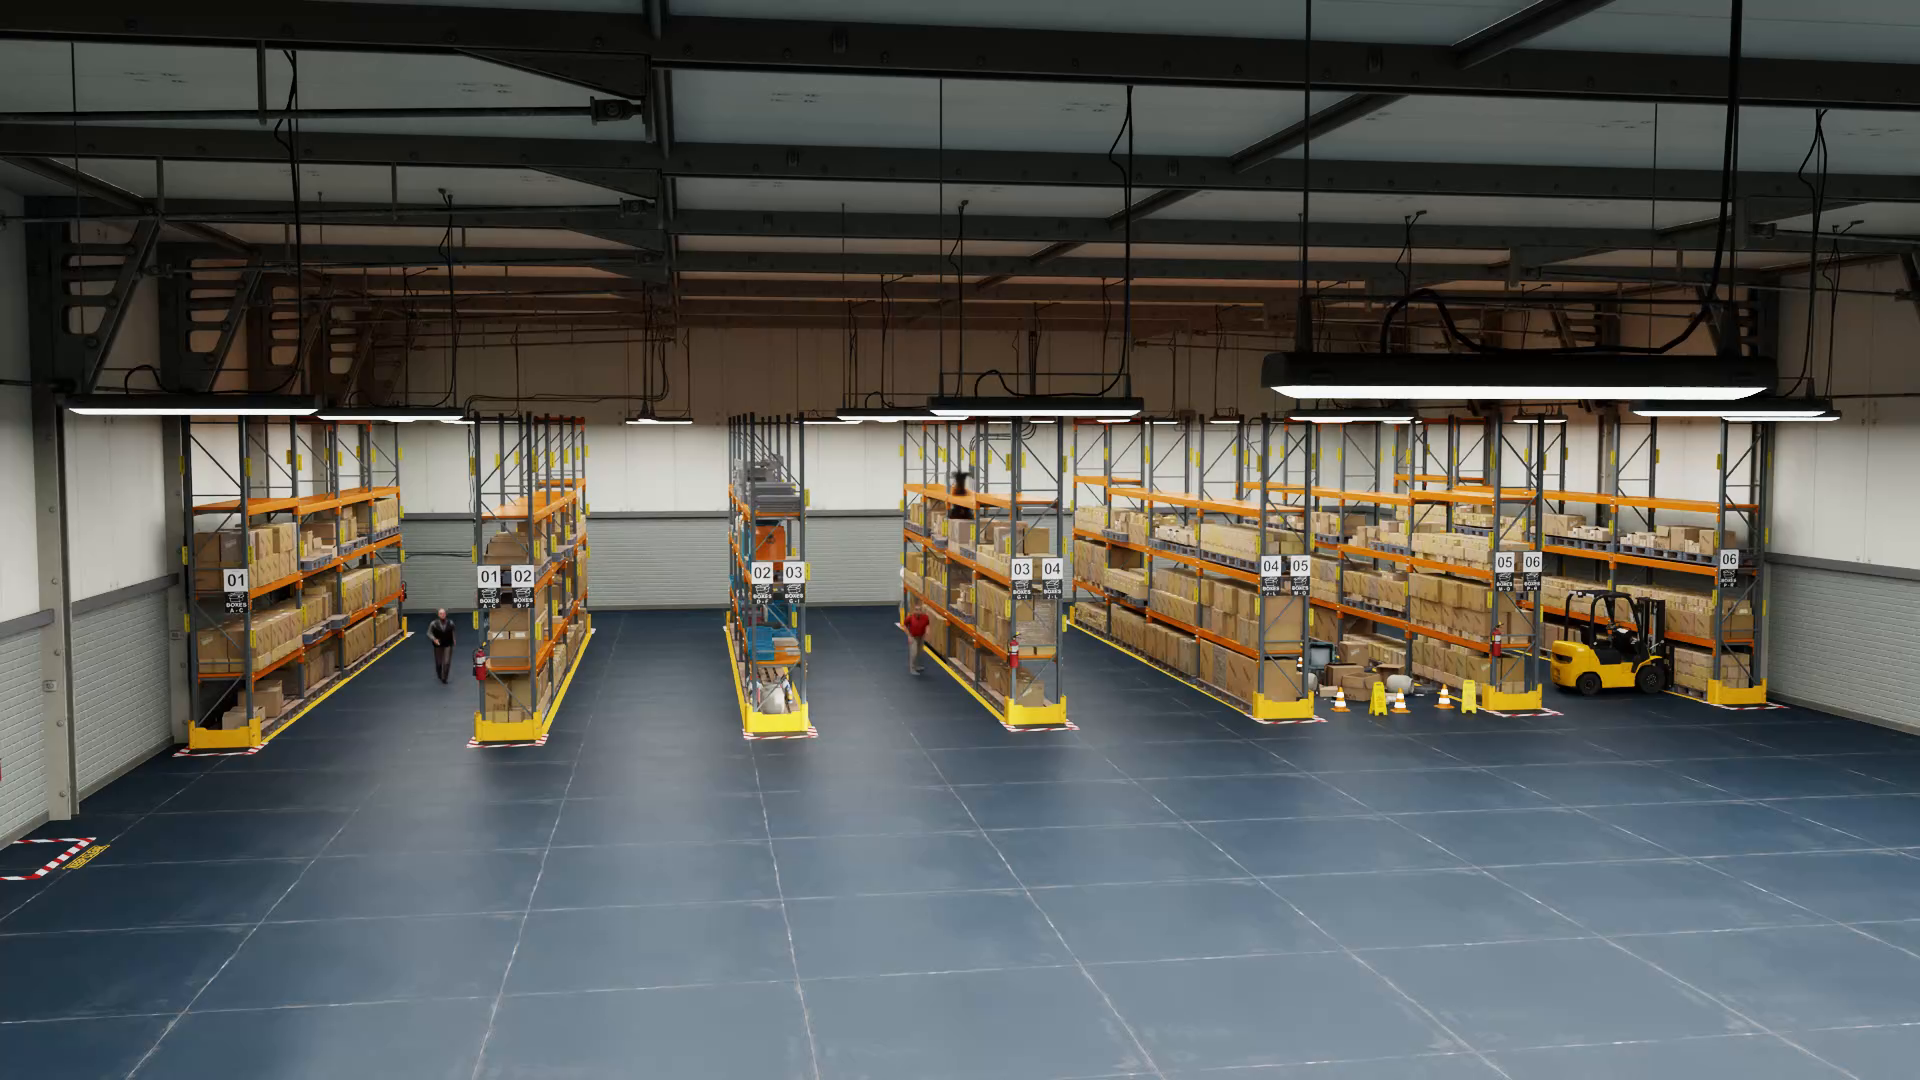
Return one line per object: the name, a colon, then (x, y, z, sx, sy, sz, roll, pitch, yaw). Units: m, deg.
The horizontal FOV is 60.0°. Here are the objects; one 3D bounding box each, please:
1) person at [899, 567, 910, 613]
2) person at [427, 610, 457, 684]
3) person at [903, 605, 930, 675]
person: (-1.564, 1.421, 50.389, 0.656, 1.829, 0.746, -4, 5, -44)
person: (-11.576, 2.371, 37.188, 0.654, 1.673, 0.757, -1, 4, -19)
person: (-0.999, 2.289, 38.533, 0.703, 1.642, 0.915, -2, 5, -31)
